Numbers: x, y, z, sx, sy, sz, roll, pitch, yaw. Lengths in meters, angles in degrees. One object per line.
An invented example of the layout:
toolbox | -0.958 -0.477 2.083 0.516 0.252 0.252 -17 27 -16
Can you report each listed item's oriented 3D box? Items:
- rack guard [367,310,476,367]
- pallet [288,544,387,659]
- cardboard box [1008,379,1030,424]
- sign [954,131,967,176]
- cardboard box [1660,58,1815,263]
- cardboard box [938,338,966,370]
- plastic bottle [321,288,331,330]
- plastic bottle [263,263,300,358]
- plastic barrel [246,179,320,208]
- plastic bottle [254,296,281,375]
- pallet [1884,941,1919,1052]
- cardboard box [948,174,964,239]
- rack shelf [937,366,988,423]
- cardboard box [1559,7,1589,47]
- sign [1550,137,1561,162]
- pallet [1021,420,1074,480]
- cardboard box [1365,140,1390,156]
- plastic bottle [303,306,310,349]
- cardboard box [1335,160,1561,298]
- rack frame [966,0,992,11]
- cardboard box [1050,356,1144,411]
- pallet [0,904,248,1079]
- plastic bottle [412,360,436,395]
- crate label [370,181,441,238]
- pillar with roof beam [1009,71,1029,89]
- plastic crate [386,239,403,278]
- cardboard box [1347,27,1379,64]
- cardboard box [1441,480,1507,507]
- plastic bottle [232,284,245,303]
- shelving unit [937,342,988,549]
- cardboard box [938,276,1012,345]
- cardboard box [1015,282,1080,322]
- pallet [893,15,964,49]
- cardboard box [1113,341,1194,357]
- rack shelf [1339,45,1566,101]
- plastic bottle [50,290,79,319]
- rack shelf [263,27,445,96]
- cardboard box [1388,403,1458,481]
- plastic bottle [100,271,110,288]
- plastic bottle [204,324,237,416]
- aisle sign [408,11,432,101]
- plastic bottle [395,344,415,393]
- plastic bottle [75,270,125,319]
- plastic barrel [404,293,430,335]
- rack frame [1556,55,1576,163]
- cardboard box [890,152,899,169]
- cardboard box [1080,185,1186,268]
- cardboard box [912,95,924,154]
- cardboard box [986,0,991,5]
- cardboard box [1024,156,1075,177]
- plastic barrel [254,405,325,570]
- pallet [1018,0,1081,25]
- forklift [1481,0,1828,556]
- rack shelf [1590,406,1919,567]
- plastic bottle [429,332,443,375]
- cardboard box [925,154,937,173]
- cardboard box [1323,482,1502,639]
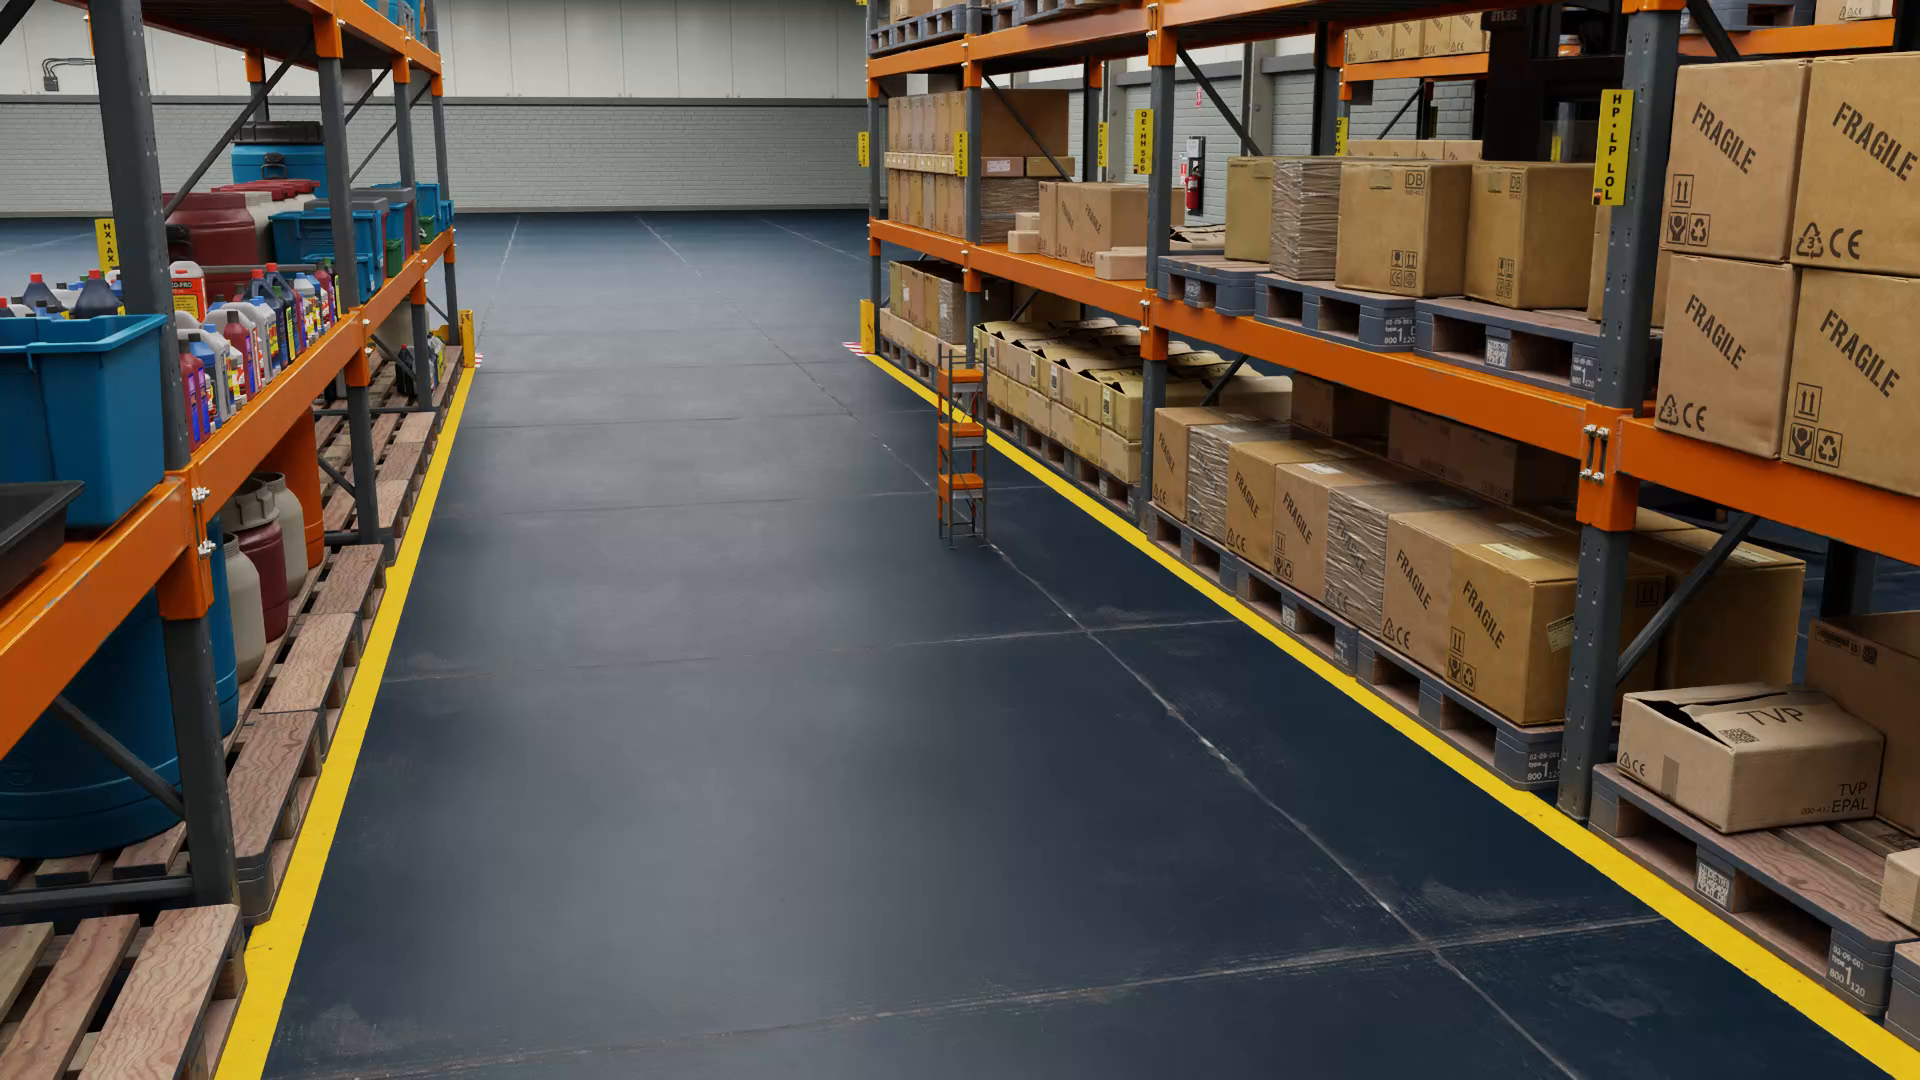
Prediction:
rack guard | -5.146 -1.866 15.510 1.175 0.500 0.348 -3 14 -13
pallet | -3.105 0.285 7.316 1.003 0.211 1.213 -3 14 -13
cardboard box | 0.642 -0.971 11.492 0.500 0.250 0.500 -4 14 -15
sign | 0.006 -2.875 12.384 0.100 0.325 0.005 -3 14 -13
cardboard box | 2.261 -1.012 4.430 0.500 0.500 0.500 -3 14 -12
cardboard box | 0.116 -1.526 13.763 0.500 0.250 0.500 -3 14 -13
plastic bottle | -2.758 -1.002 7.128 0.097 0.201 0.097 0 14 0
plastic bottle | -2.556 -0.853 6.203 0.144 0.351 0.185 -3 14 -13
plastic barrel | -4.259 -2.005 10.528 0.433 0.535 0.433 0 14 0
plastic bottle | -2.426 -0.710 5.784 0.097 0.271 0.097 0 14 0
pallet | 2.874 1.193 3.598 1.003 0.211 1.213 -3 14 -13
cardboard box | 0.305 -2.719 13.526 0.700 0.500 0.500 -3 14 -14
rack shelf | 0.013 -0.763 8.687 0.215 0.259 0.240 -3 14 -13
cardboard box | 5.000 -4.343 13.810 0.500 0.500 0.500 -3 14 -12
sign | 4.834 -3.113 13.524 0.100 0.325 0.005 -3 14 -13
pallet | 1.046 -0.643 11.114 1.003 0.211 1.213 -3 14 -13
cardboard box | 4.346 -3.707 16.473 0.500 0.500 0.500 -3 14 -13
plastic bottle | -2.598 -0.845 6.485 0.097 0.201 0.097 0 14 0
cardboard box | 1.949 -1.258 6.662 0.700 0.500 0.500 -7 16 -27
rack frame | 0.545 -5.362 11.912 1.000 3.000 0.127 -3 14 -13
cardboard box | 0.878 -1.009 10.462 0.500 0.311 0.500 -3 14 -14
pallet | -2.181 1.196 3.589 1.003 0.211 1.213 -3 14 -13
plastic bottle | -4.022 -1.234 12.468 0.152 0.276 0.135 -3 14 -11
crate label | -4.515 -2.703 13.594 0.502 0.435 0.616 -3 14 -13
pillar with roof beam | -2.987 -10.361 32.374 9.100 9.000 0.400 -3 14 -13
plastic crate | -3.587 -1.683 9.943 0.450 0.188 0.662 -3 14 -13
cardboard box | 4.255 -5.071 16.792 0.500 0.500 0.500 -3 14 -12
cardboard box | 2.301 0.035 6.802 0.500 0.500 0.500 -3 14 -13
plastic bottle | -2.650 -0.809 6.163 0.061 0.283 0.133 -3 14 -13
shelving unit | 0.013 -0.498 8.752 0.215 1.050 0.252 -3 14 -13
cardboard box | 0.118 -1.891 13.674 0.500 0.500 0.500 -3 14 -13
cardboard box | 0.741 -1.804 13.321 0.500 0.500 0.500 -3 14 -13
pallet | 0.037 -4.338 14.228 1.003 0.211 1.213 -3 14 -13
cardboard box | 1.277 -1.160 11.080 0.500 0.311 0.500 -3 14 -14
rack shelf | 4.890 -4.293 15.376 1.077 0.370 4.000 -3 14 -13
plastic bottle | -3.218 -0.751 5.943 0.152 0.276 0.135 -3 14 -13
rack shelf | -4.740 -3.741 13.115 1.077 0.370 4.000 -3 14 -13
cardboard box | 2.194 -0.437 7.156 0.500 0.250 0.500 -4 14 -14
plastic bottle | -3.448 -0.935 6.678 0.061 0.283 0.133 -3 14 -13
plastic bottle | -2.217 -0.505 4.944 0.097 0.271 0.097 0 14 0
aisle sign | -4.938 -4.391 15.102 0.394 0.787 0.004 -3 14 -13
plastic bottle | -4.197 -1.300 12.584 0.144 0.351 0.185 -3 14 -13
plastic bottle | -3.068 -0.790 5.944 0.144 0.351 0.185 -3 14 -13
plastic barrel | -4.981 -1.943 14.916 0.421 0.512 0.421 0 14 0
rack frame | 5.359 -2.724 13.758 1.000 3.000 0.127 -3 14 -13
cardboard box | -0.447 -3.570 15.644 0.380 0.149 0.250 -4 14 -15
cardboard box | 1.075 -1.959 10.416 0.500 0.500 0.500 -4 14 -16
cardboard box | -0.037 -3.691 14.770 0.700 0.500 0.500 -3 14 -13
cardboard box | 0.281 -4.614 13.773 0.797 0.503 0.637 -2 14 -7
cardboard box | 0.670 -2.884 12.833 0.380 0.149 0.250 -3 14 -13
plastic barrel | -3.200 -0.287 7.470 0.600 0.830 0.708 -3 14 -13
pallet | 0.973 -3.299 10.189 1.003 0.211 1.213 -3 14 -11
forklift | 3.565 -1.490 8.851 1.130 2.935 3.031 -8 16 -29
rack shelf | 2.894 0.209 3.267 1.077 0.370 4.000 -3 14 -13
plastic bottle | -4.245 -1.493 13.372 0.144 0.351 0.185 -3 14 -11
cardboard box | -0.089 -3.216 14.193 0.380 0.149 0.250 -3 14 -11
cardboard box | 1.804 0.071 6.657 0.500 0.500 0.500 -3 14 -12
